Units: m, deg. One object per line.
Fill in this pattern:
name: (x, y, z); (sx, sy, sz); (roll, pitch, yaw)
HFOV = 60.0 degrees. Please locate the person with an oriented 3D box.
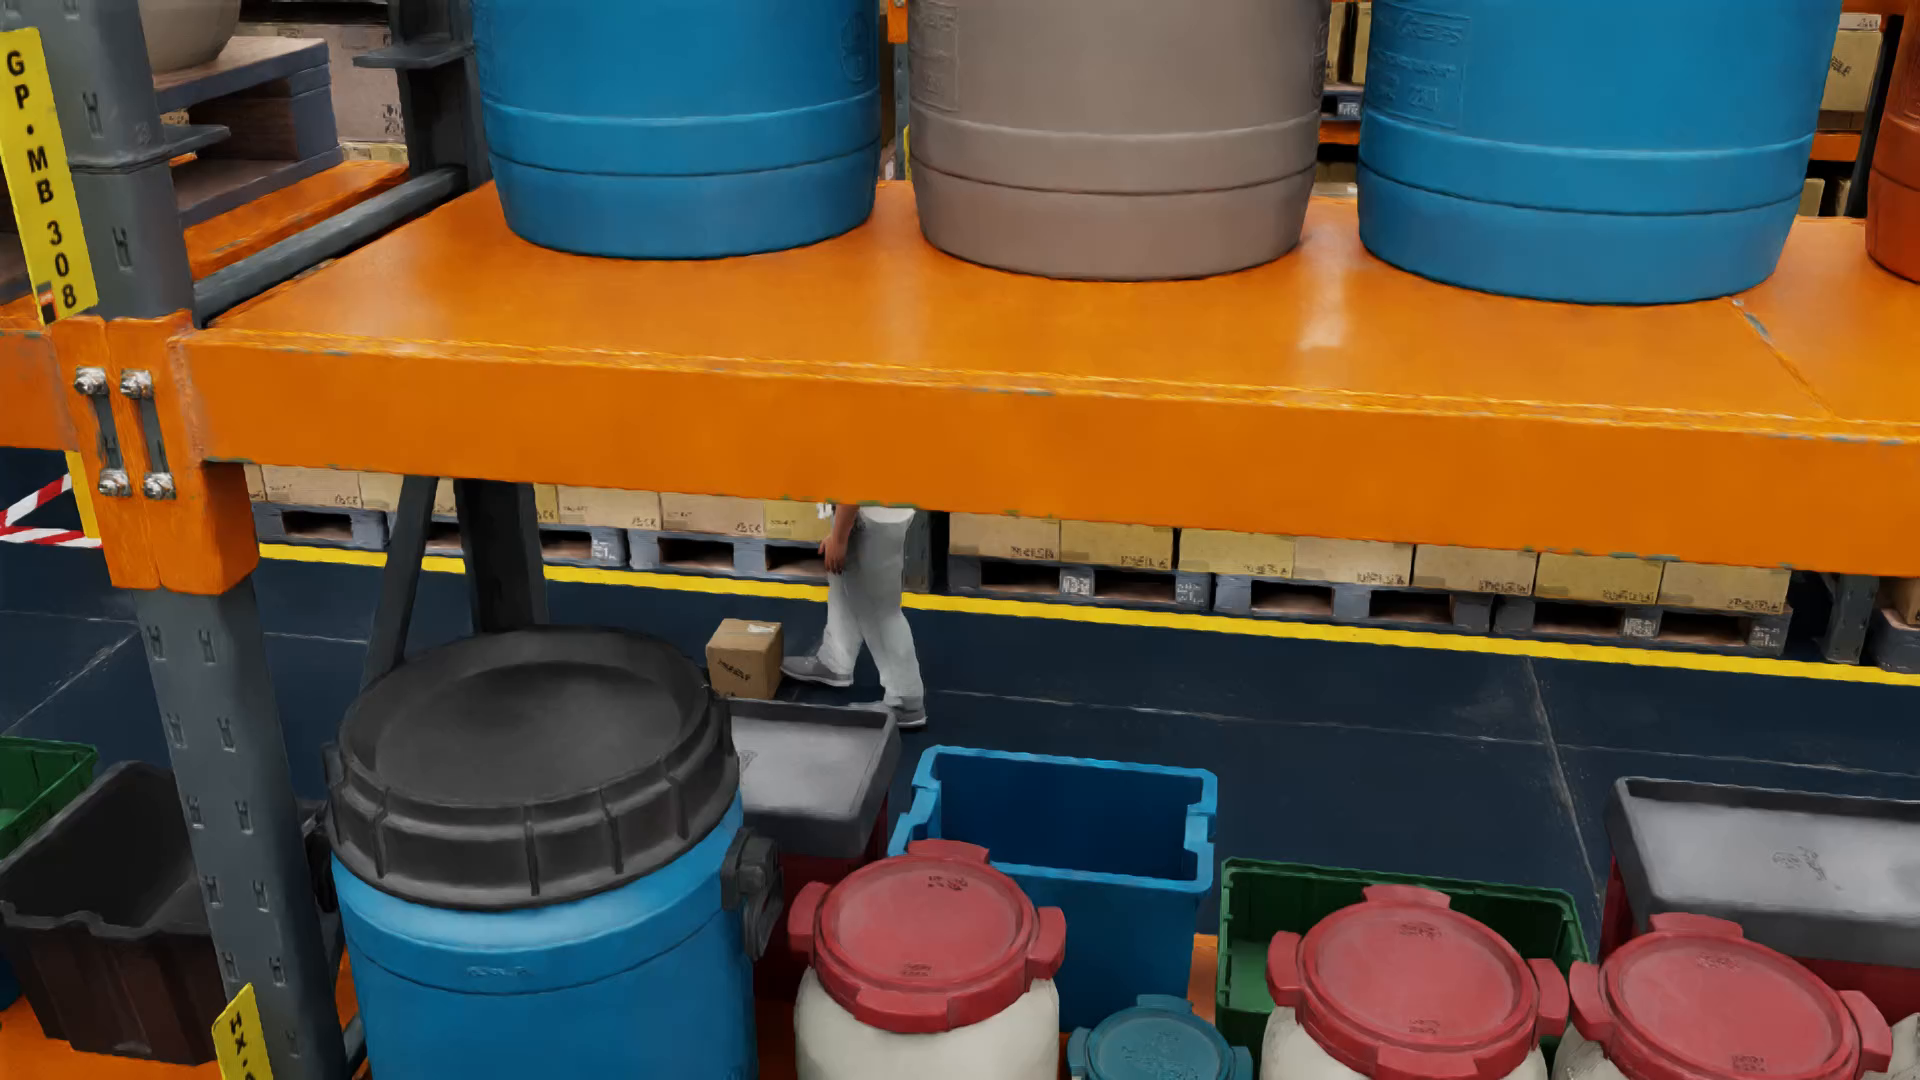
person: (-0.457, -0.126, 6.333); (0.683, 1.764, 0.539); (5, 25, 10)
